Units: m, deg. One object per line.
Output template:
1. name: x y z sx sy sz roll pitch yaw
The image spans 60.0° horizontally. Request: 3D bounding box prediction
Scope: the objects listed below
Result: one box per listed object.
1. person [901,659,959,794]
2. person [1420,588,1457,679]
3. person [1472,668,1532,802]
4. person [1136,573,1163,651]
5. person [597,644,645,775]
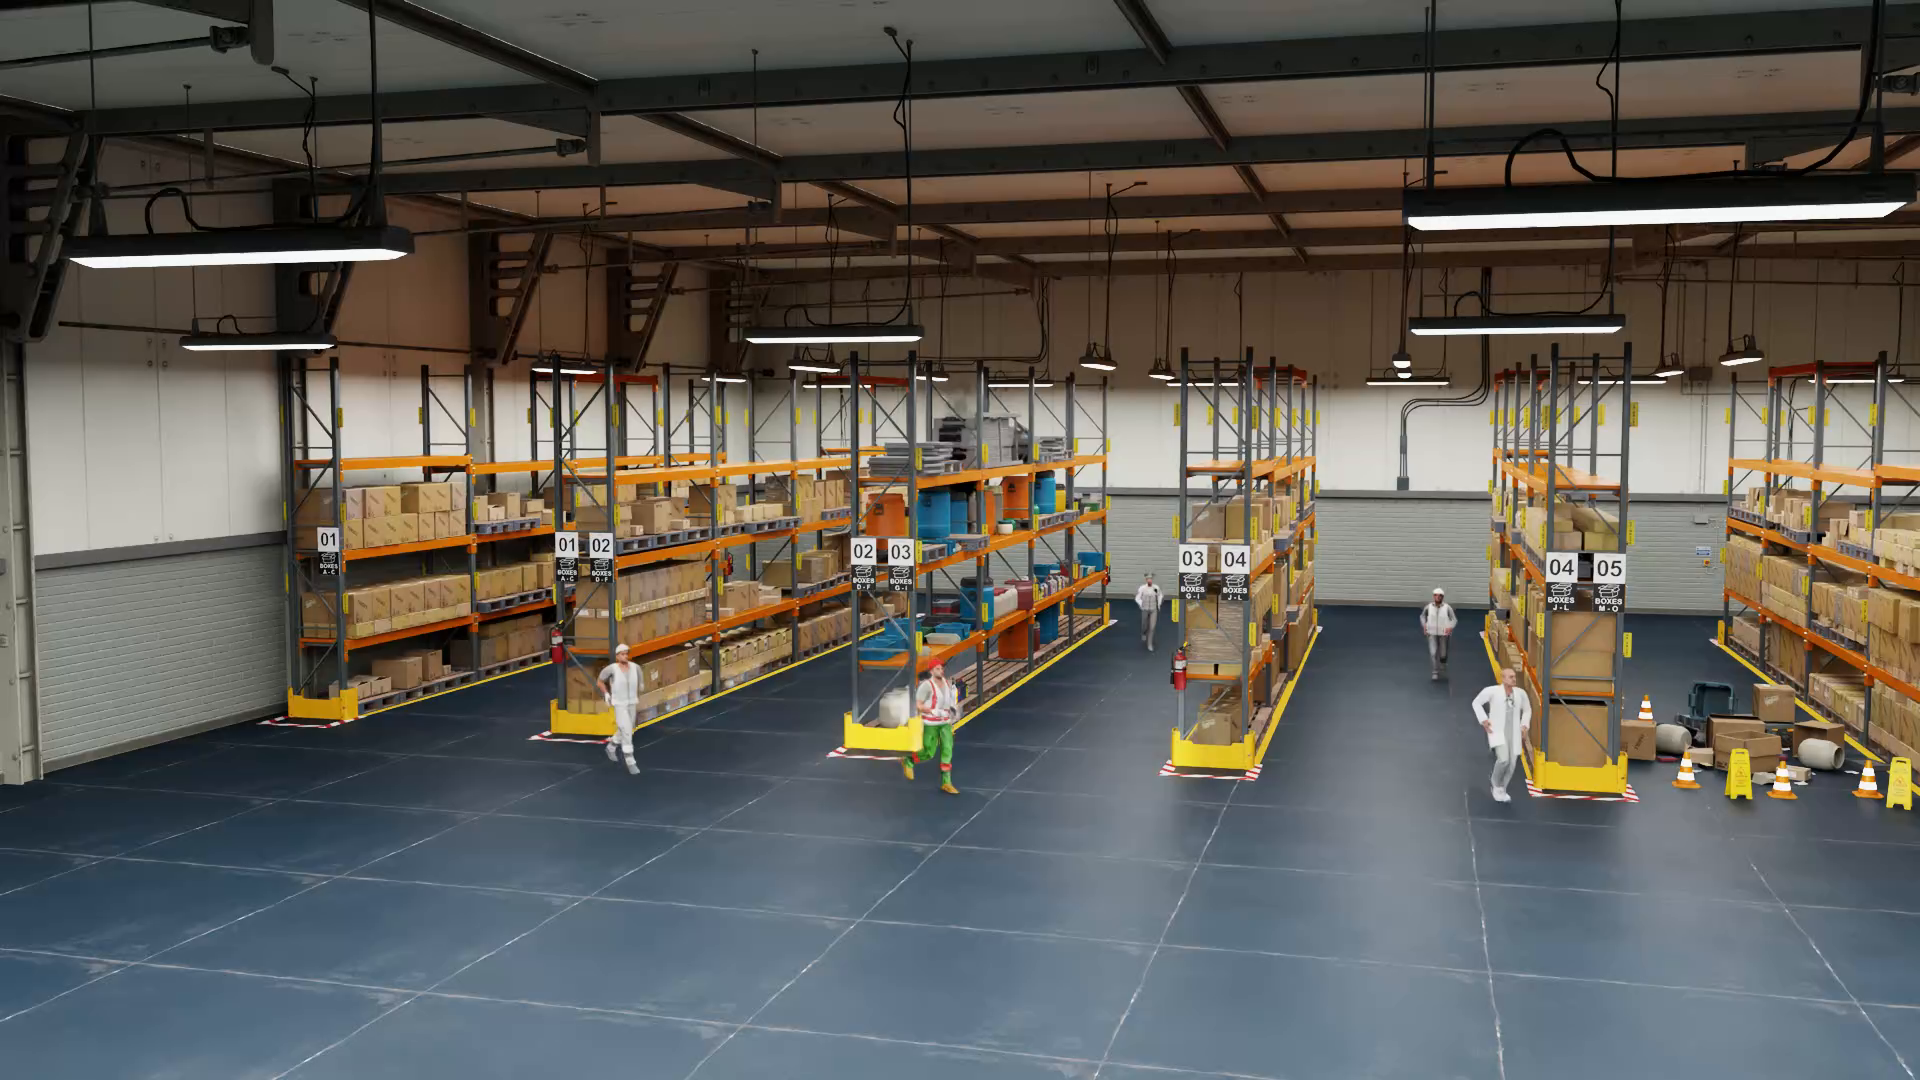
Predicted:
1. person: -0.360 2.476 22.385 0.652 1.787 0.951 -4 6 -42
2. person: 9.178 1.788 31.947 0.693 1.737 0.771 1 4 19
3. person: 7.094 2.539 21.632 0.731 1.743 0.630 0 4 -4
4. person: 4.109 1.526 36.126 0.601 1.677 0.762 0 4 1
5. person: -4.769 2.367 23.645 0.633 1.804 0.928 -4 6 -42
